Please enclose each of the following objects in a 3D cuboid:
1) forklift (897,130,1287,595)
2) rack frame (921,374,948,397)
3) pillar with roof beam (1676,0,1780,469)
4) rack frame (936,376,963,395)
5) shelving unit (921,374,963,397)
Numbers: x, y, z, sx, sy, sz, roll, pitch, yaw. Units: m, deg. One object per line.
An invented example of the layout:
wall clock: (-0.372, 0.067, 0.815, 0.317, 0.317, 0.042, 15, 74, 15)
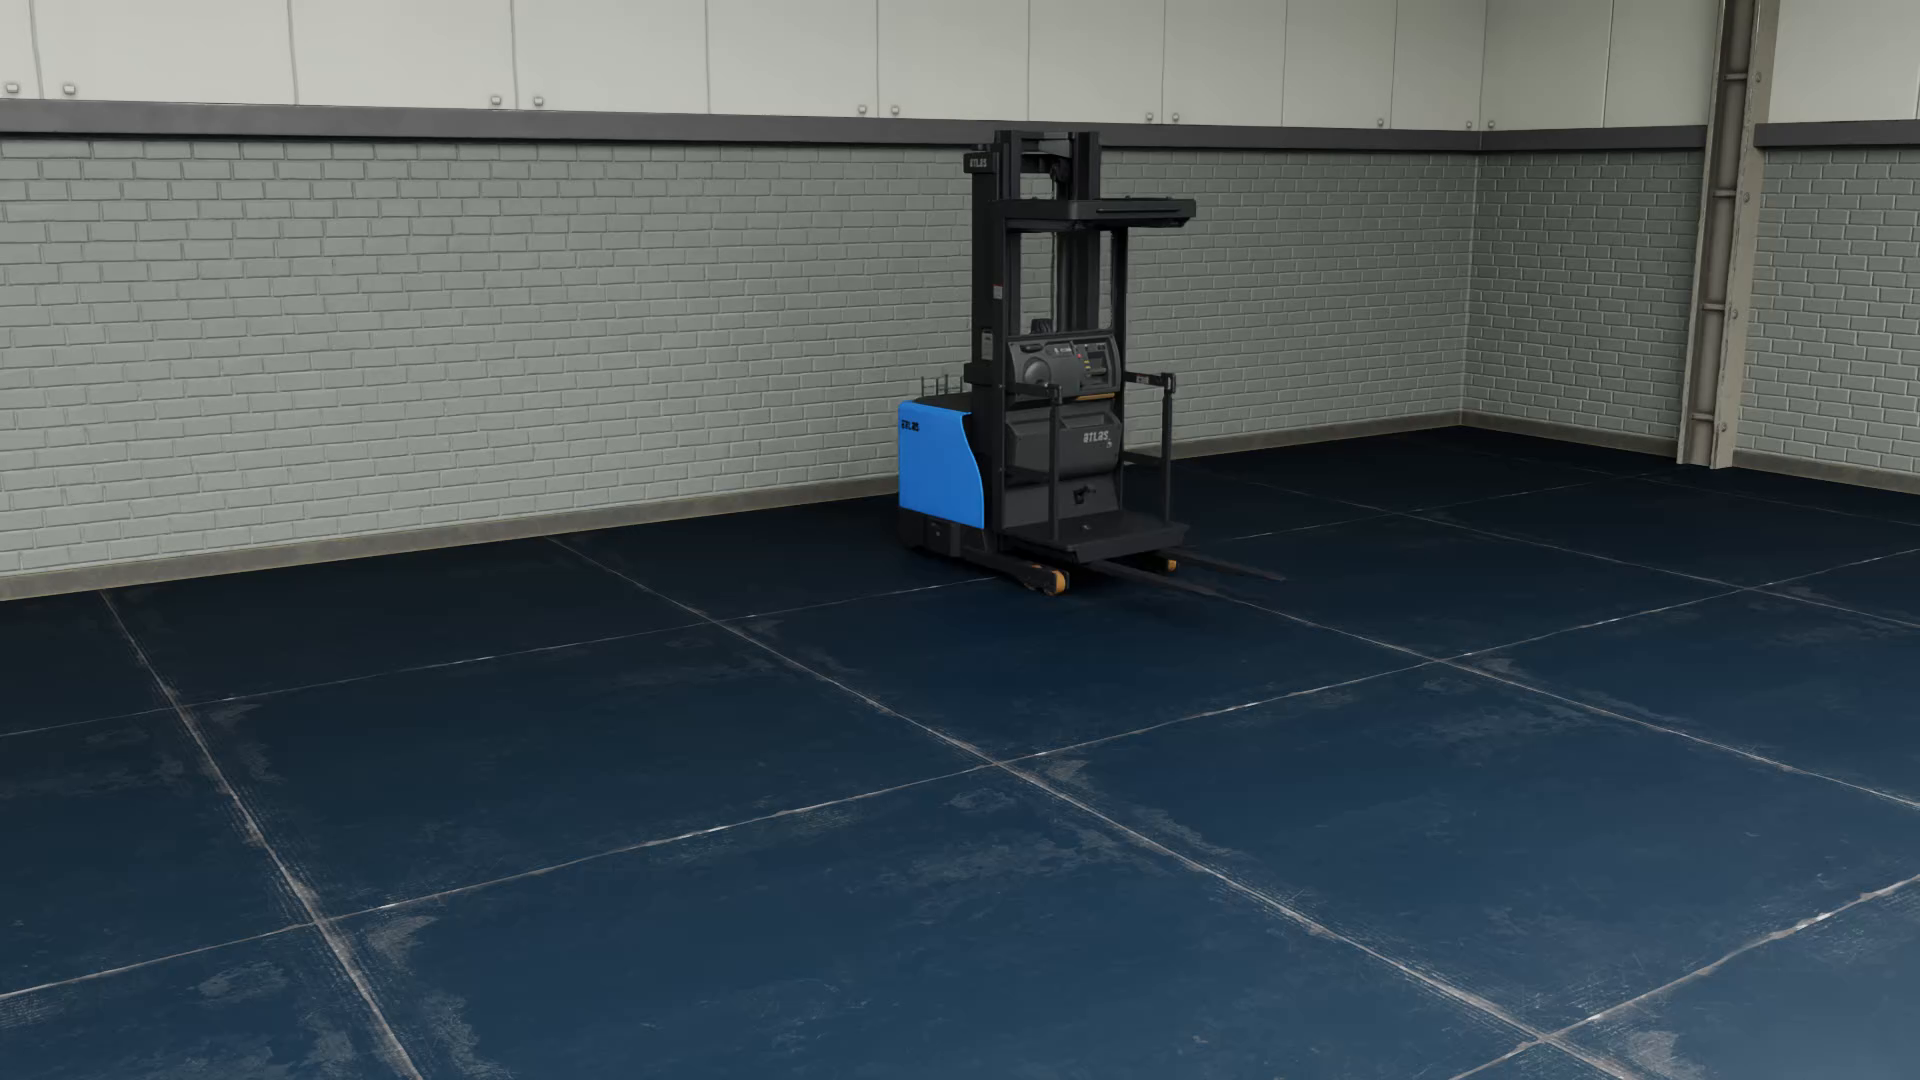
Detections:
forklift: (0.832, -1.192, 10.952, 1.130, 2.935, 3.031, -9, 15, -36)
rack frame: (-0.189, -0.638, 12.473, 0.240, 1.200, 0.006, -9, 15, -36)
pillar with roof beam: (3.402, -4.595, 12.310, 9.100, 9.000, 0.400, -8, 15, -33)
rack frame: (-0.078, -0.607, 12.330, 0.240, 1.200, 0.006, -9, 15, -36)
shelving unit: (-0.134, -0.623, 12.401, 0.258, 1.200, 0.189, -9, 15, -36)
